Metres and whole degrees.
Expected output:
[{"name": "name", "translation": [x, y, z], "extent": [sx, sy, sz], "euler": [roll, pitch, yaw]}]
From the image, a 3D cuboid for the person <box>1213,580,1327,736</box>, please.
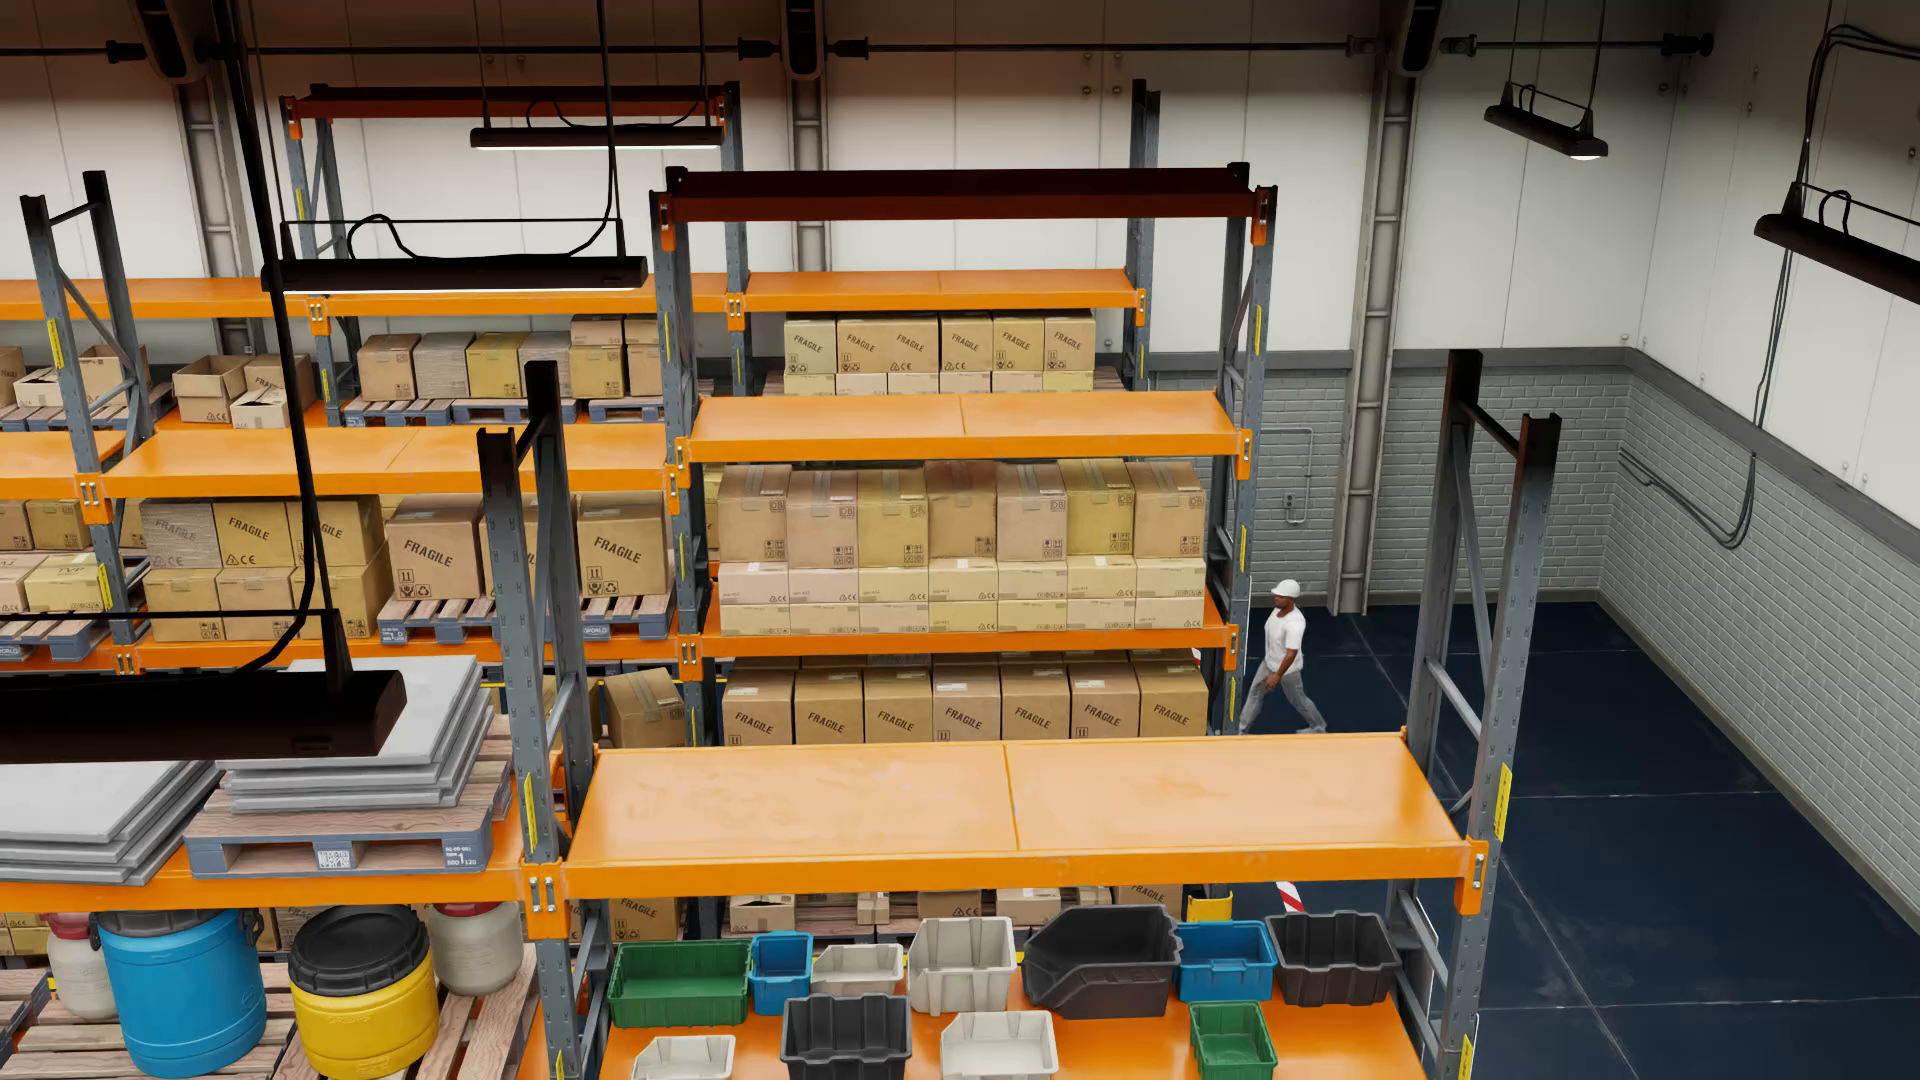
[{"name": "person", "translation": [3.048, 1.184, 15.936], "extent": [1.105, 1.706, 0.596], "euler": [-5, 23, -12]}]
